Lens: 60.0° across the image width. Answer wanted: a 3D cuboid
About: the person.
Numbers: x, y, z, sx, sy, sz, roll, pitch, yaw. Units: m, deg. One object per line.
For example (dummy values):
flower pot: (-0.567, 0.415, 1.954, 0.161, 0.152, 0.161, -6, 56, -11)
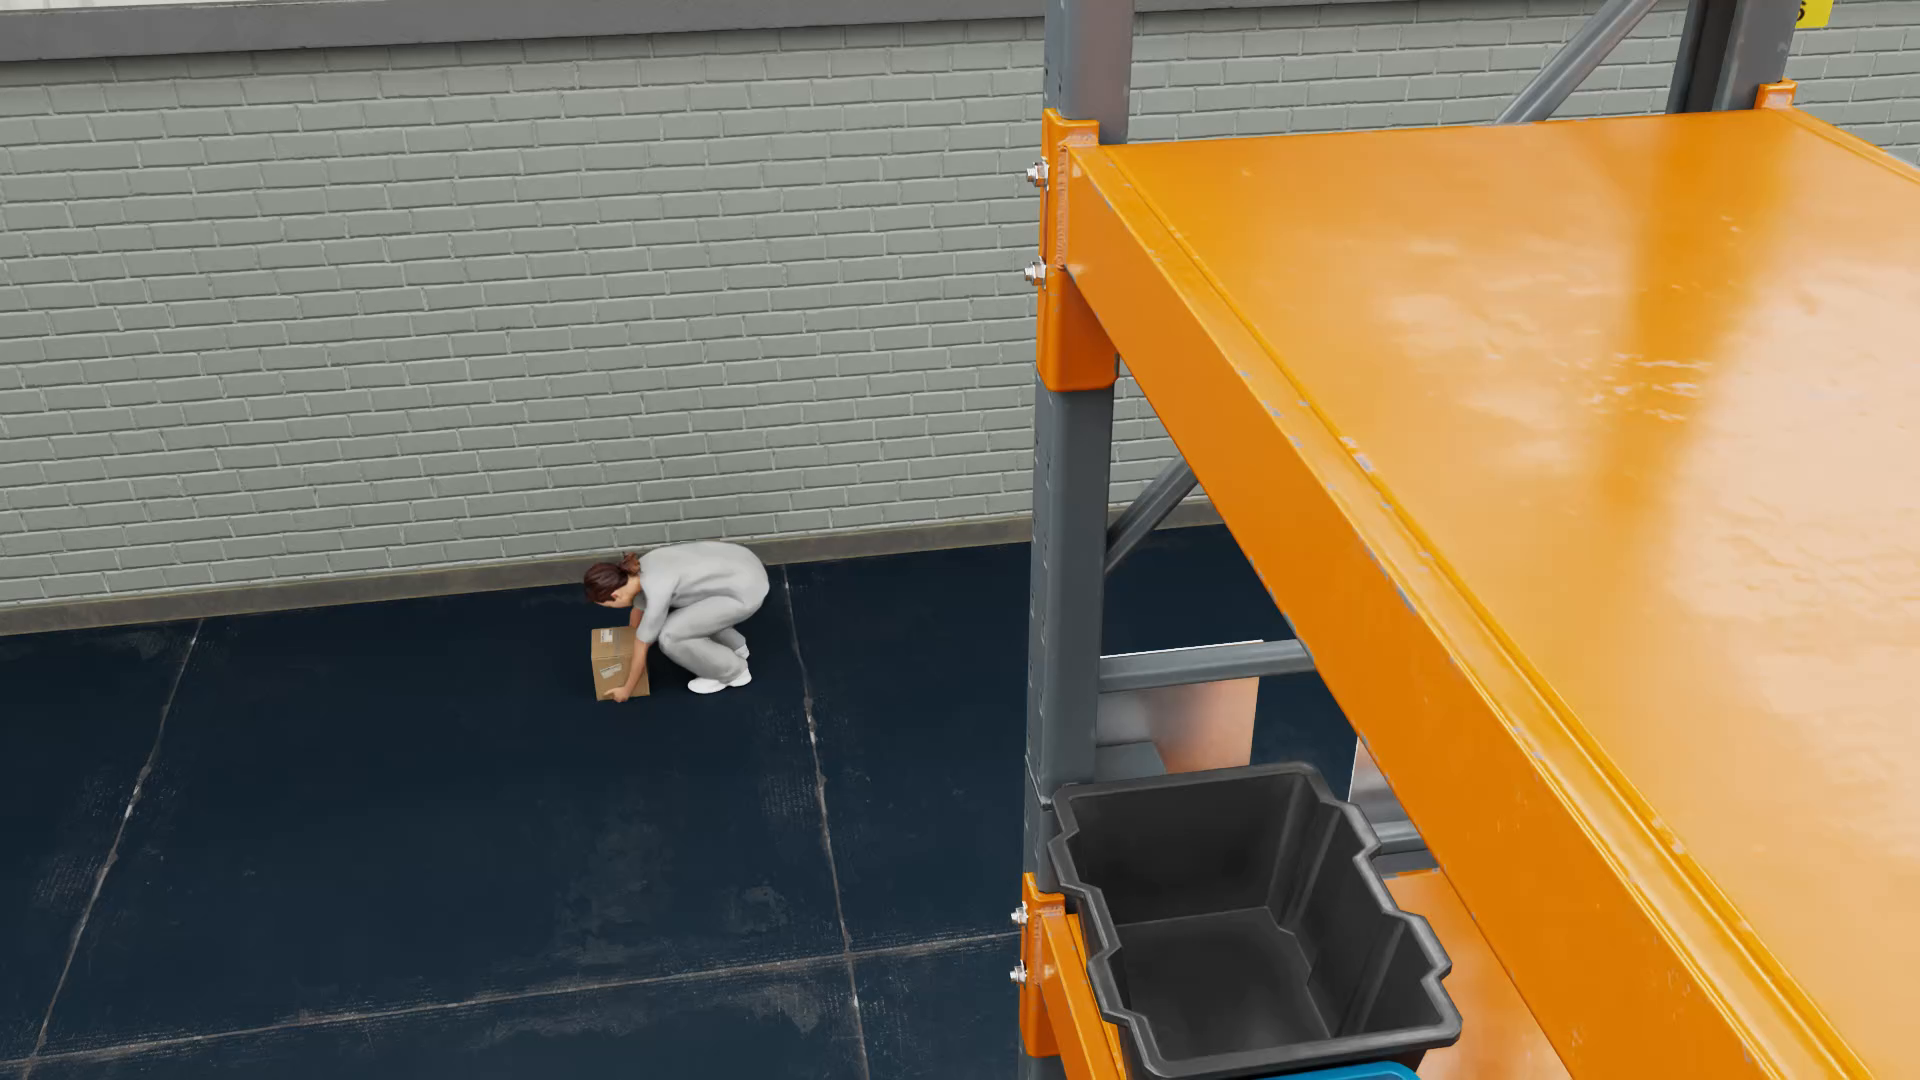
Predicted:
person: (-1.339, 0.353, 7.961, 0.863, 0.764, 0.458, -6, 31, -10)
